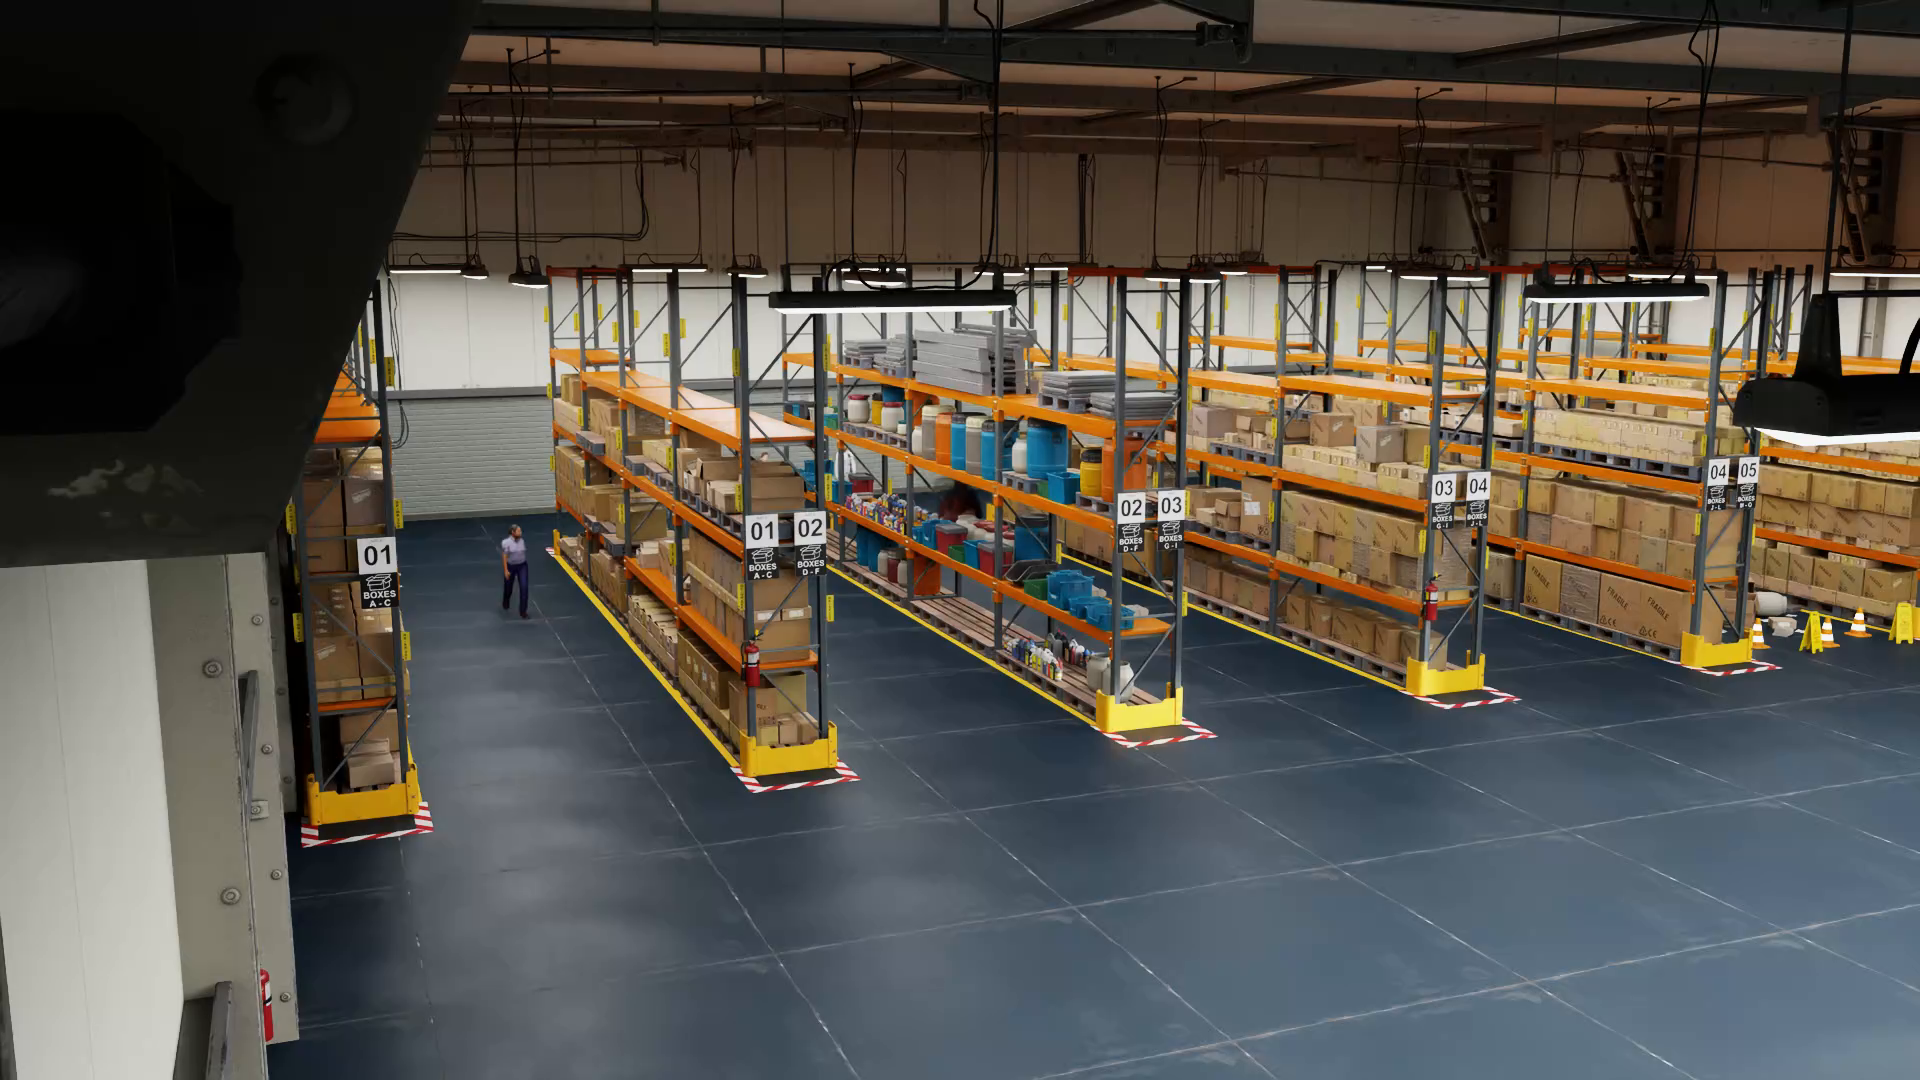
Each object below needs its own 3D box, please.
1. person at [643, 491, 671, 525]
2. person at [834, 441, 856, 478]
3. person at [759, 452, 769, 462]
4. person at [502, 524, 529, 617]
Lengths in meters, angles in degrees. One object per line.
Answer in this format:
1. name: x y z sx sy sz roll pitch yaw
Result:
1. person: -6.561 -0.792 36.012 0.468 1.743 0.643 5 11 25
2. person: -2.859 -1.616 41.055 0.457 1.705 0.436 5 11 26
3. person: -4.574 -1.260 39.191 1.056 1.623 0.552 7 12 34
4. person: -7.759 0.510 28.987 0.456 1.617 0.665 -4 11 -22
